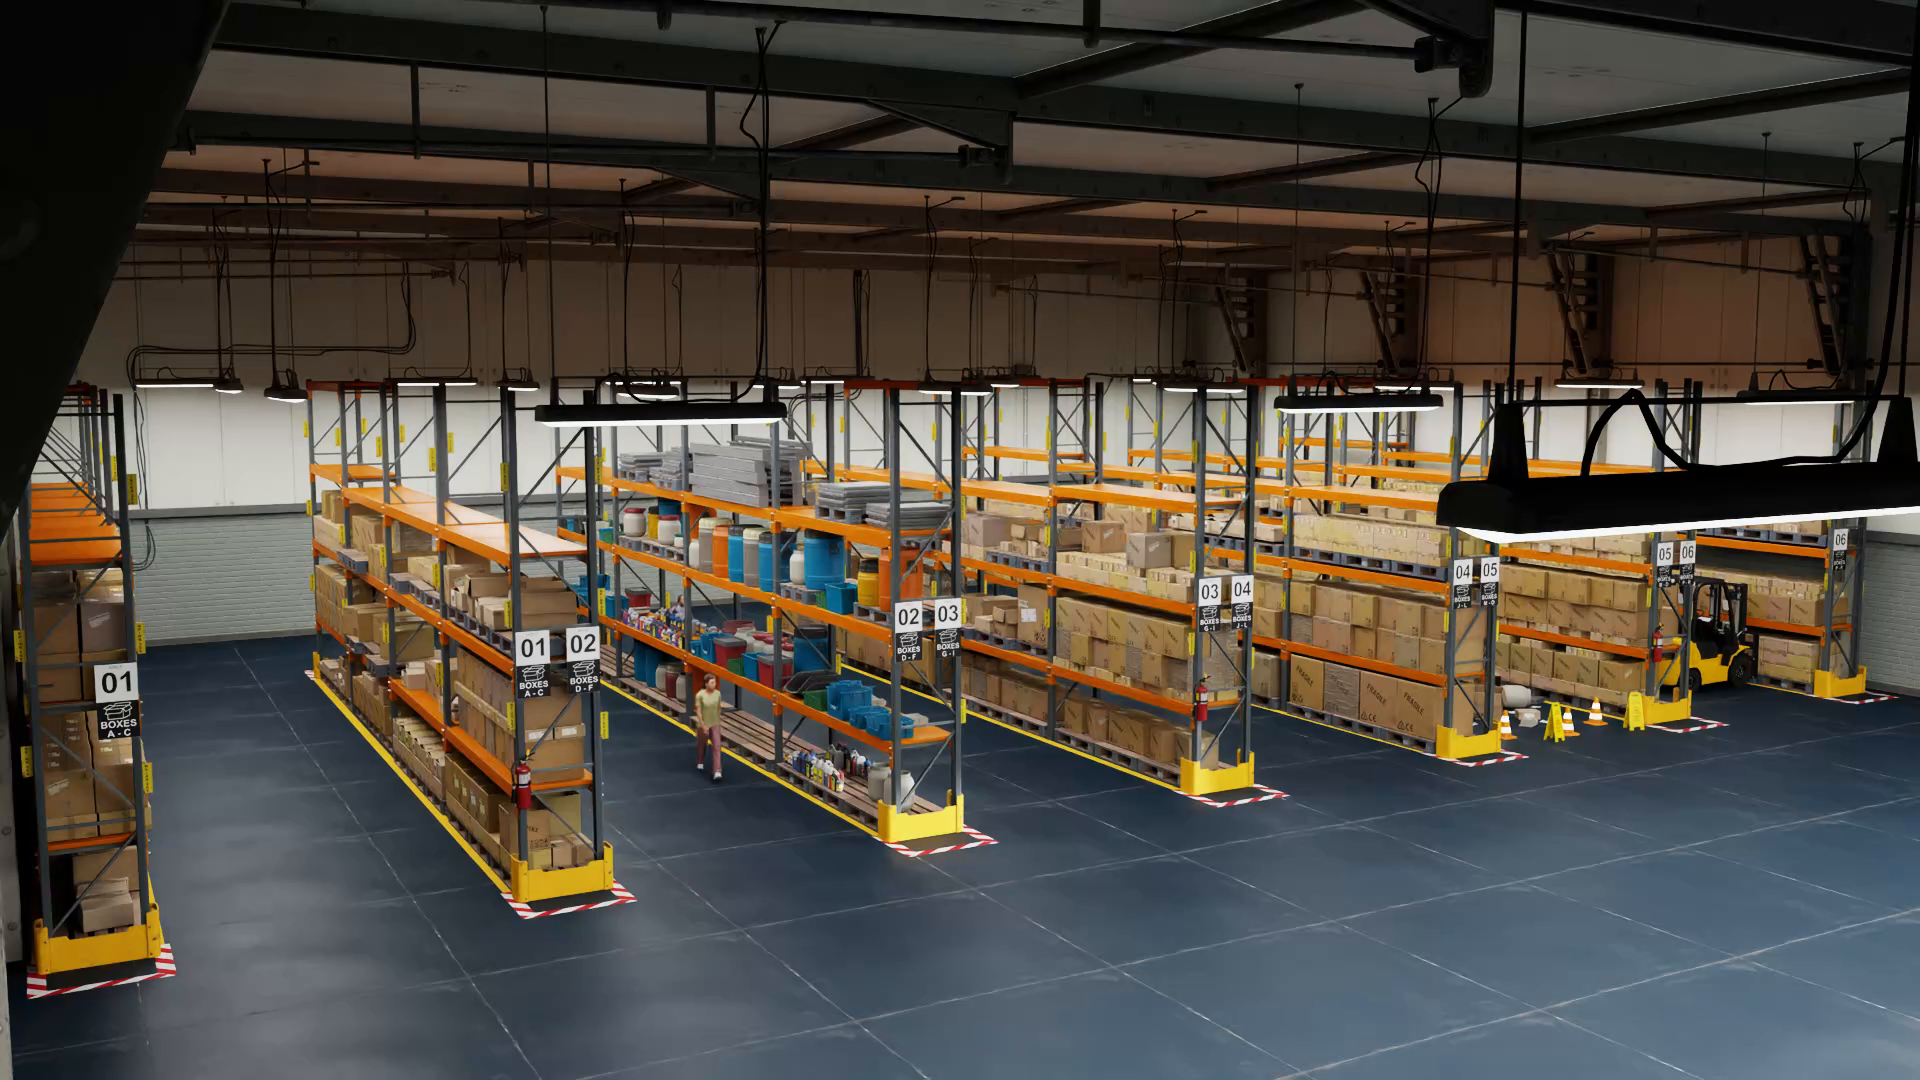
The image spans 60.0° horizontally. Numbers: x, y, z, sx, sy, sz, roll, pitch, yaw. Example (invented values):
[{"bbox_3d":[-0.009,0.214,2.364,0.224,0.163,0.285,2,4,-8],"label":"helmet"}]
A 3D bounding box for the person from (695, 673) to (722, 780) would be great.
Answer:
[{"bbox_3d":[-3.828,2.829,25.434,0.435,1.583,1.138,-2,6,-21],"label":"person"}]

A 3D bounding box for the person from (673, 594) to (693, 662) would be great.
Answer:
[{"bbox_3d":[-5.766,1.902,34.281,0.628,1.595,0.506,-4,7,-36],"label":"person"}]
